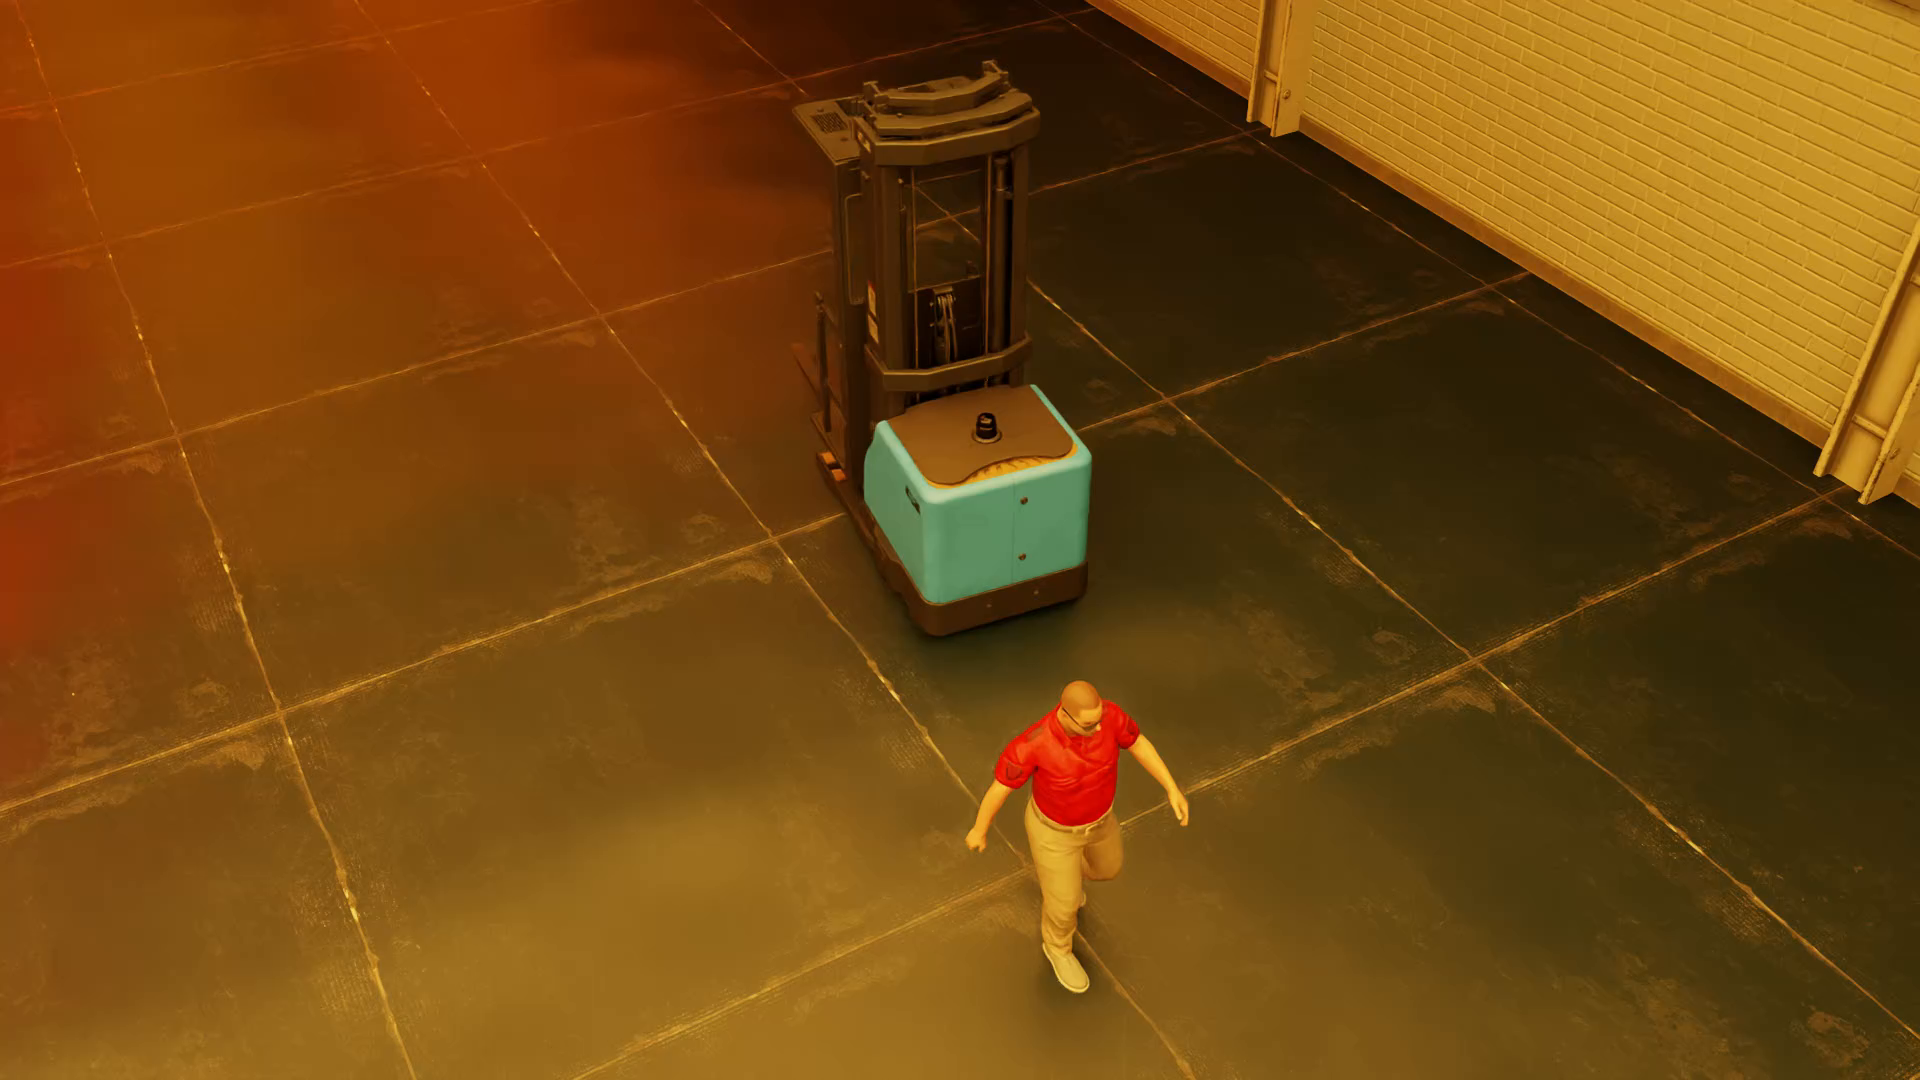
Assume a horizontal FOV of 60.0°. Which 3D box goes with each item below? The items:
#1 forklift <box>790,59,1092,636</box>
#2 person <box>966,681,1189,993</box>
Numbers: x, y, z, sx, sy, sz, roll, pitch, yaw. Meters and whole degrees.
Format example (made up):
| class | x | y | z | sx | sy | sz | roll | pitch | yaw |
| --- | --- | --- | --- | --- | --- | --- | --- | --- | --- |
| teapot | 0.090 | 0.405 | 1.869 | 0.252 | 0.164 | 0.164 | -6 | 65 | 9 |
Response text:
| class | x | y | z | sx | sy | sz | roll | pitch | yaw |
| --- | --- | --- | --- | --- | --- | --- | --- | --- | --- |
| forklift | -0.288 | -1.520 | 9.868 | 1.130 | 2.935 | 3.031 | -15 | 42 | -17 |
| person | 0.494 | 1.263 | 7.477 | 0.870 | 1.710 | 0.697 | -24 | 45 | -26 |
